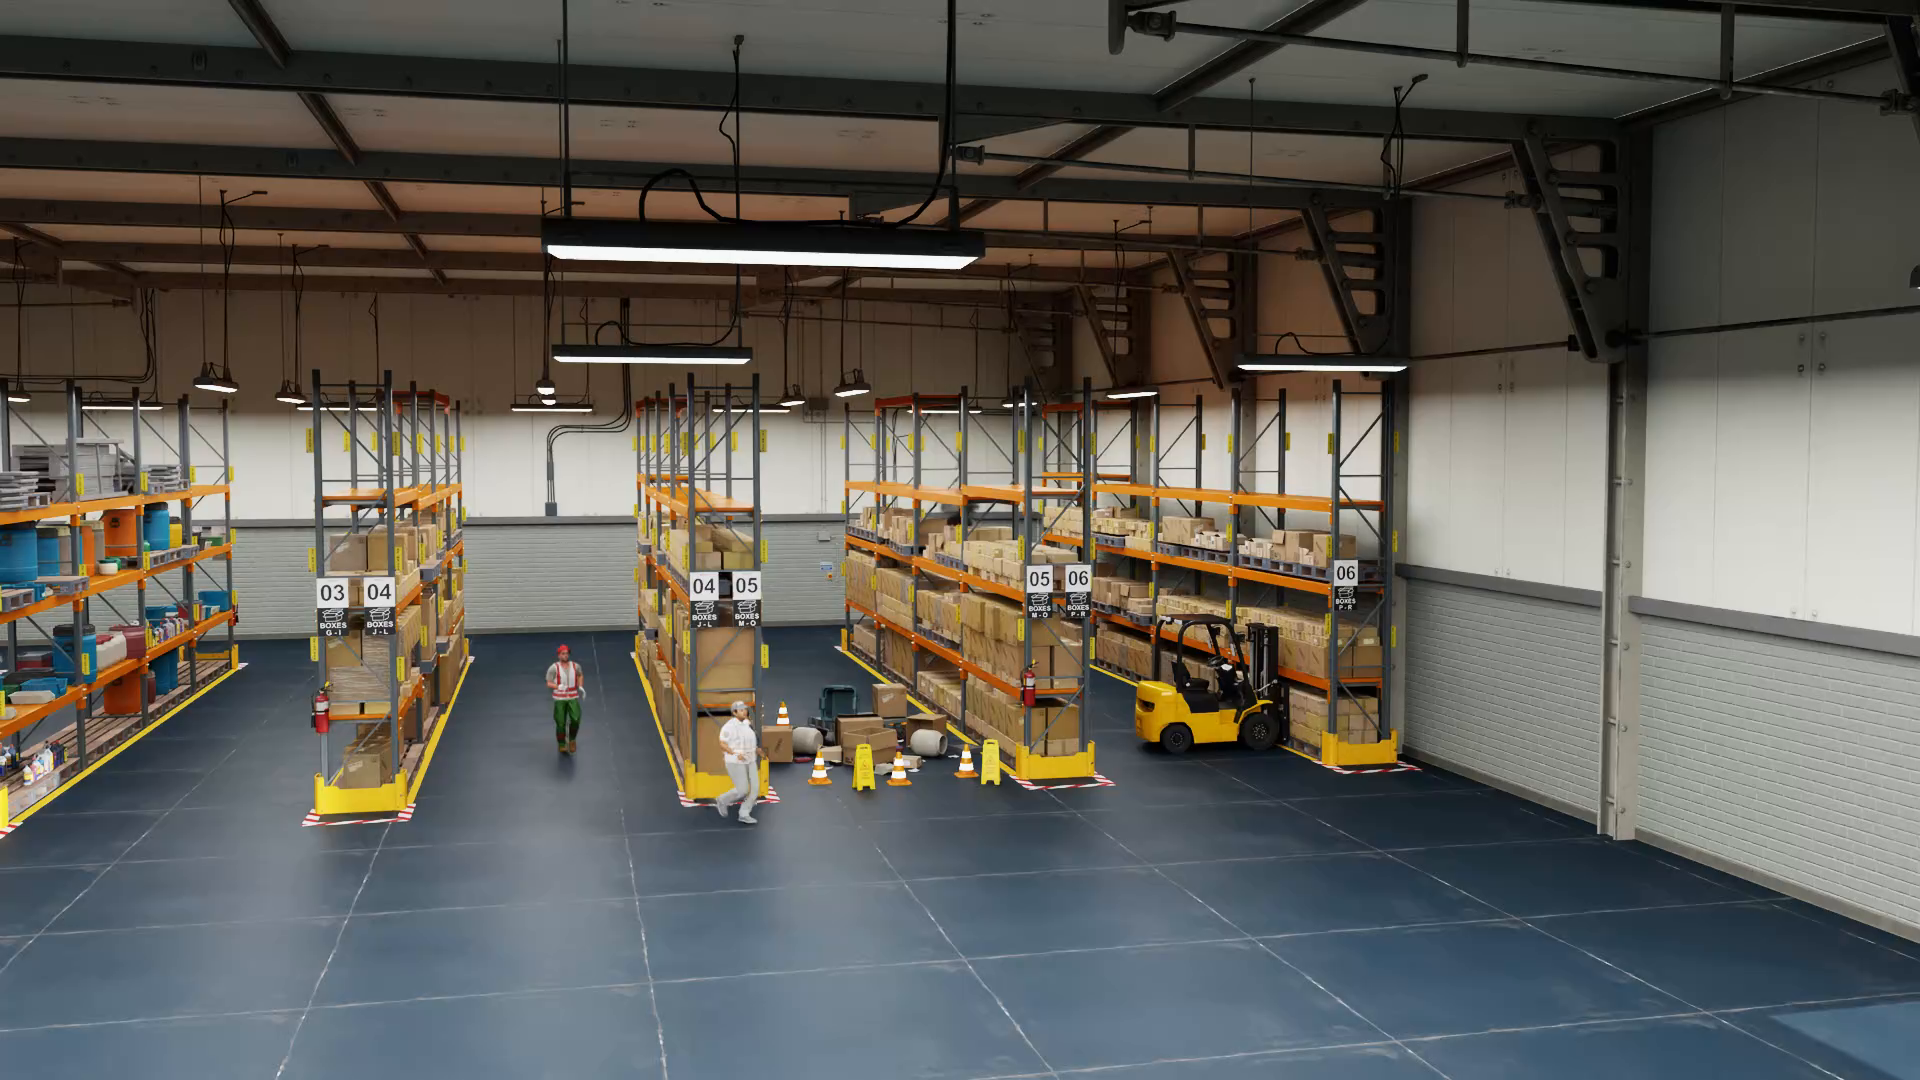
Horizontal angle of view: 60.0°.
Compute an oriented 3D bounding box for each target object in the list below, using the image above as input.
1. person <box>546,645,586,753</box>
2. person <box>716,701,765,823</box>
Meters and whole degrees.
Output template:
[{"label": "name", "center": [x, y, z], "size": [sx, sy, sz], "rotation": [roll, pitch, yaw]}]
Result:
[{"label": "person", "center": [-6.312, 2.562, 26.693], "size": [0.640, 1.750, 0.661], "rotation": [-1, 4, -24]}, {"label": "person", "center": [-2.916, 2.924, 21.970], "size": [0.578, 1.615, 0.605], "rotation": [2, 4, 32]}]
